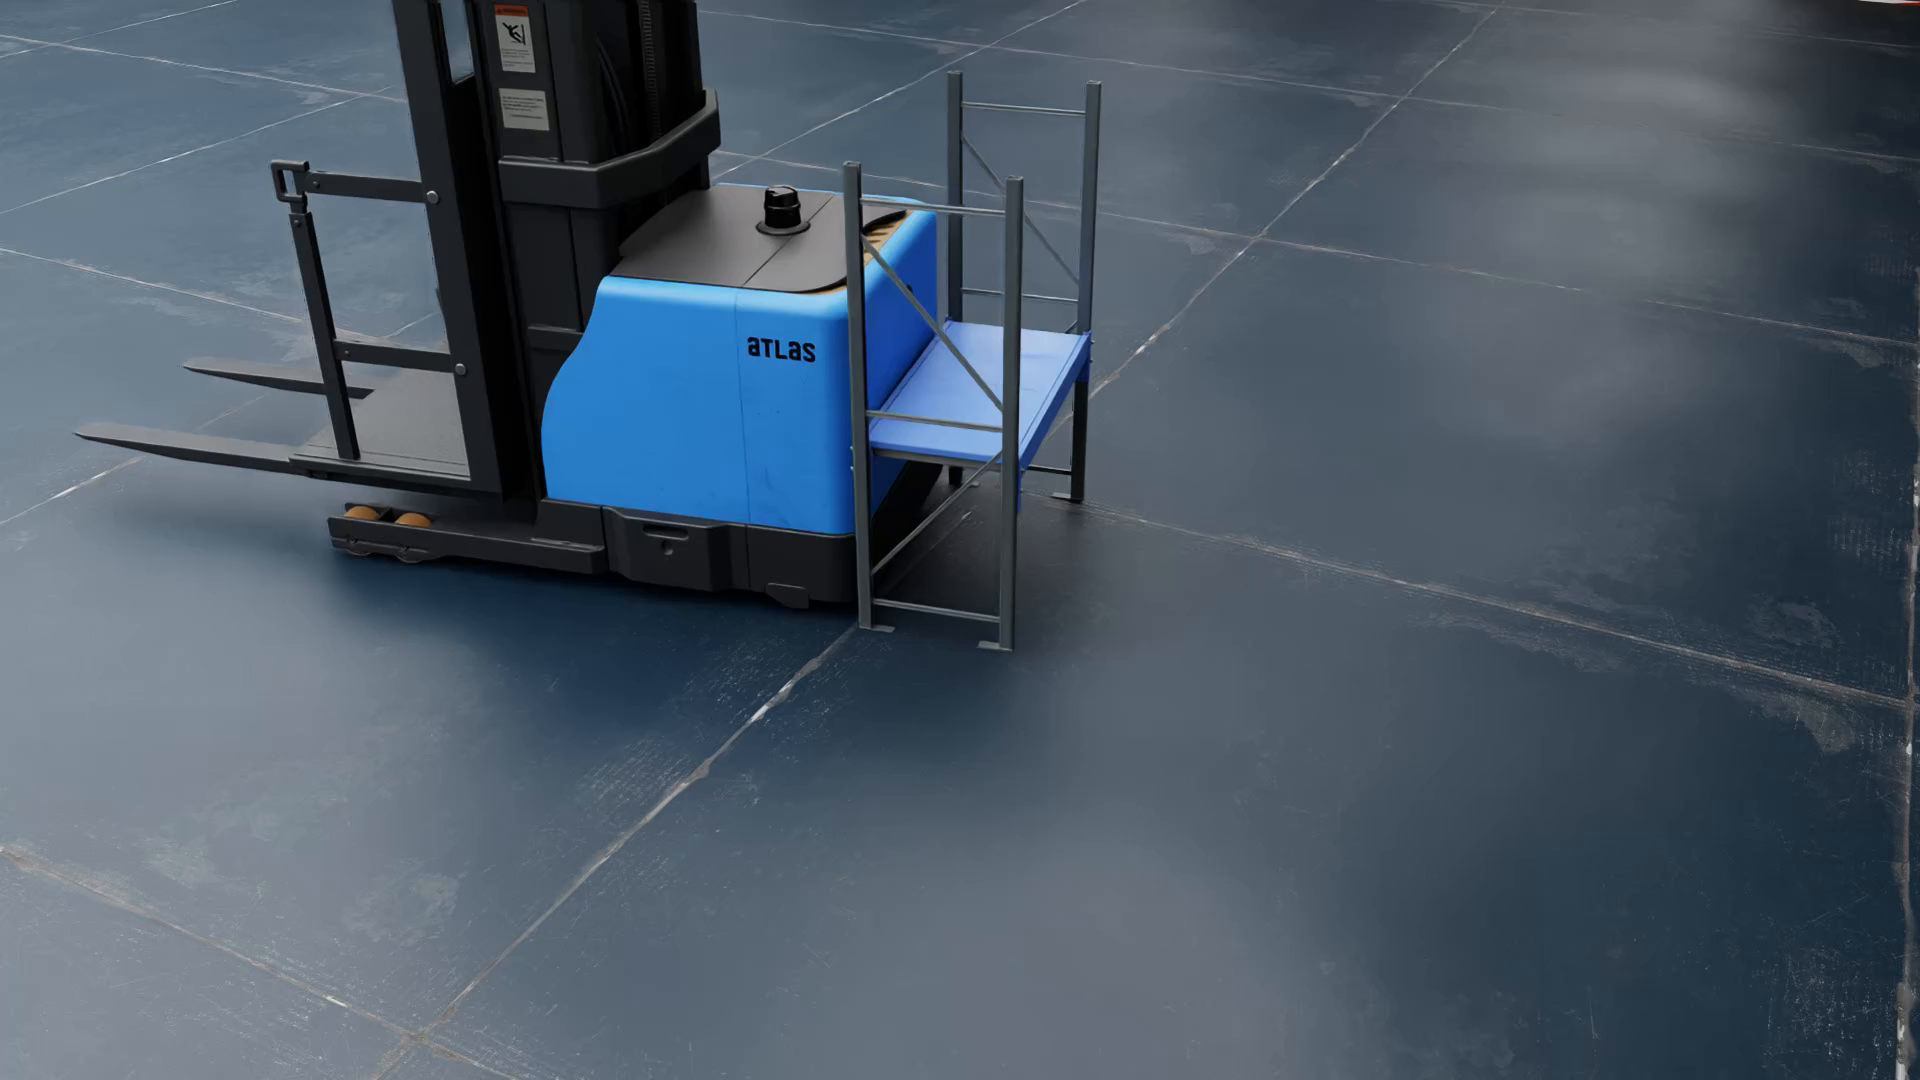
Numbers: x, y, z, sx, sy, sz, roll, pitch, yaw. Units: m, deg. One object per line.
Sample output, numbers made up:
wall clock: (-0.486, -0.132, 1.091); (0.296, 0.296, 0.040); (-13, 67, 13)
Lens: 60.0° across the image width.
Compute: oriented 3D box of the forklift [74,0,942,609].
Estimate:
forklift: (-1.639, -1.438, 5.311); (3.031, 2.935, 1.130); (7, 31, 12)

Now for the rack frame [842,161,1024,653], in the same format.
rack frame: (-0.075, -0.342, 4.839); (0.500, 1.500, 0.032); (8, 31, 14)

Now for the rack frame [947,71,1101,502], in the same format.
rack frame: (0.203, -0.829, 5.687); (0.500, 1.500, 0.032); (8, 31, 14)

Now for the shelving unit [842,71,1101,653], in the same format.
shelving unit: (0.064, -0.585, 5.263); (0.538, 1.500, 1.048); (8, 31, 14)

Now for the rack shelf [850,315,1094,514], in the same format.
rack shelf: (0.064, -0.429, 5.352); (0.538, 0.185, 1.000); (8, 31, 14)
